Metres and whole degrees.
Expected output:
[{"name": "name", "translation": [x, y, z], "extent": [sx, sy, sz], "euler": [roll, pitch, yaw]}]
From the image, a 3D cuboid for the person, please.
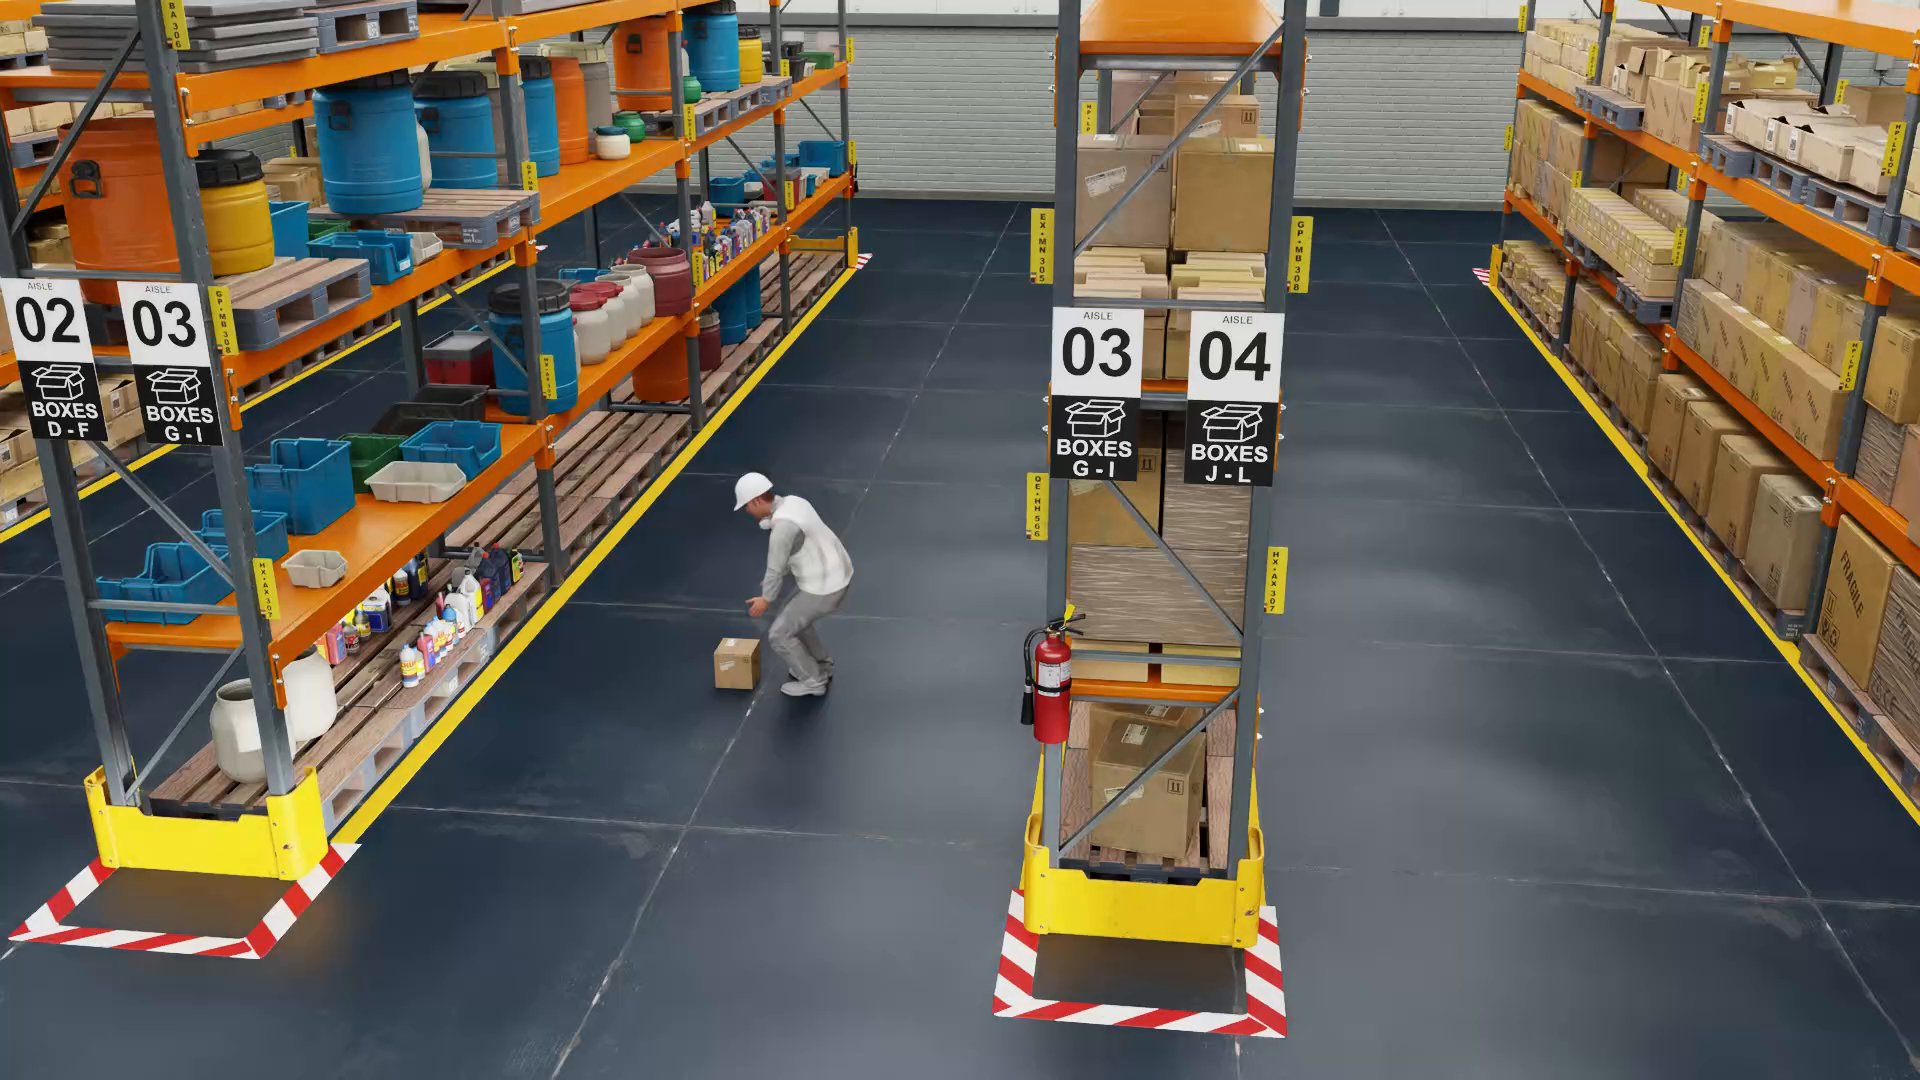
[{"name": "person", "translation": [-1.067, 0.280, 10.738], "extent": [0.734, 1.478, 0.591], "euler": [3, 21, 7]}]
